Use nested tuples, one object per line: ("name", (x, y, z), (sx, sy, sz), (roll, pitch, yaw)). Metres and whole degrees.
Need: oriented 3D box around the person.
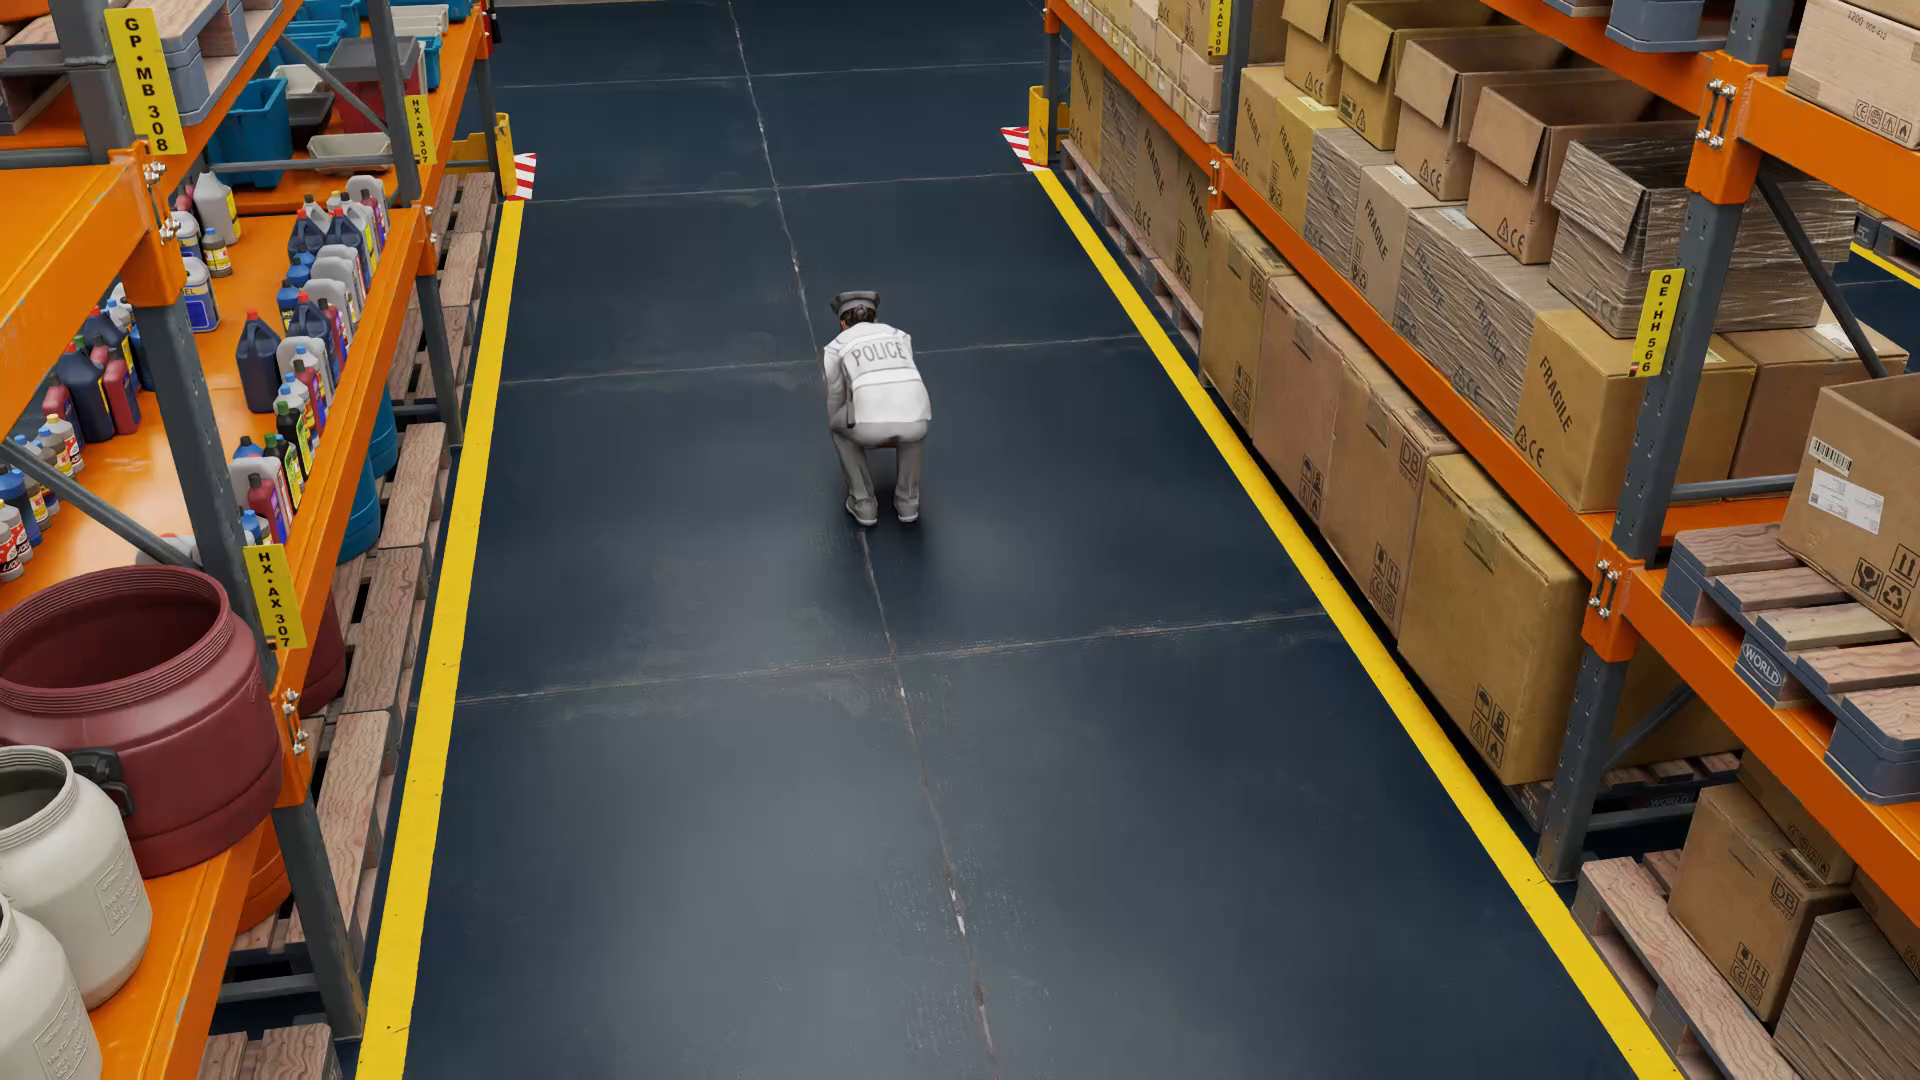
("person", (-0.391, -0.605, 7.809), (0.453, 0.989, 0.898), (-6, 31, -11))
